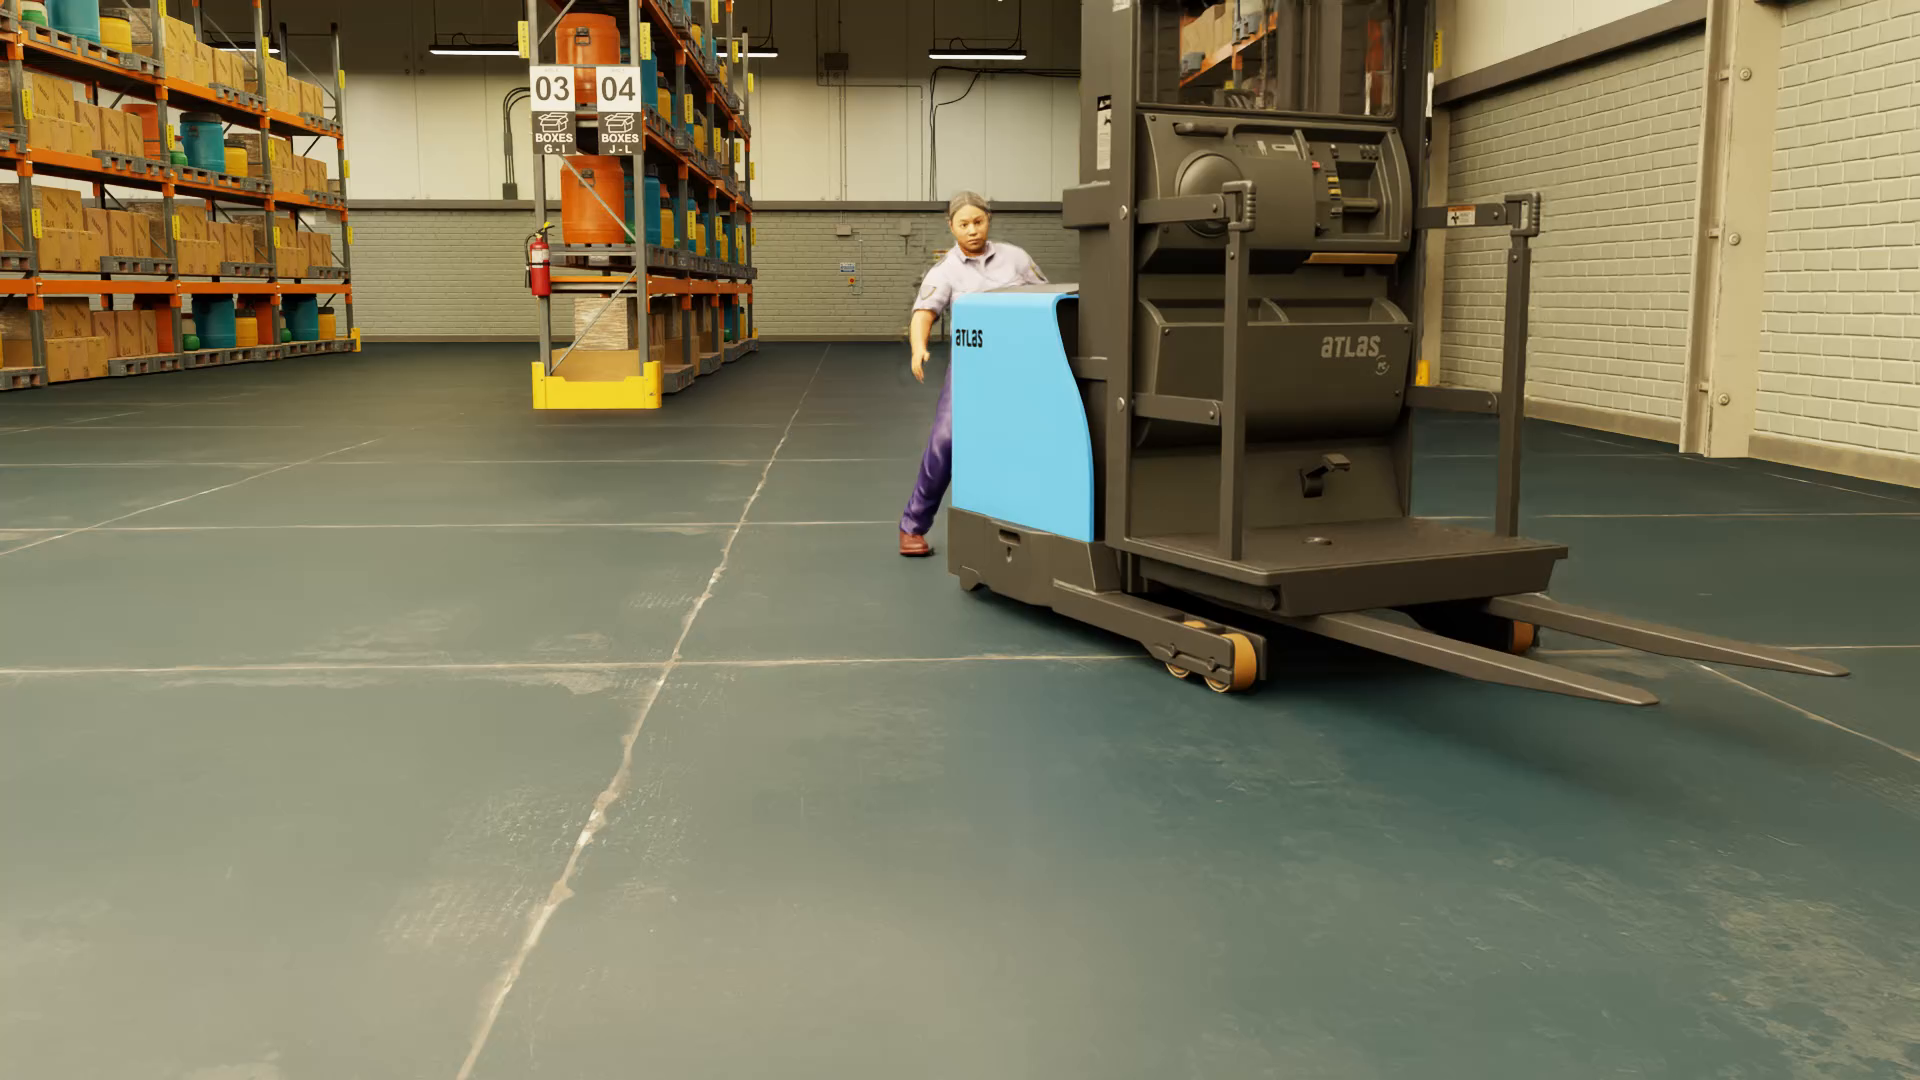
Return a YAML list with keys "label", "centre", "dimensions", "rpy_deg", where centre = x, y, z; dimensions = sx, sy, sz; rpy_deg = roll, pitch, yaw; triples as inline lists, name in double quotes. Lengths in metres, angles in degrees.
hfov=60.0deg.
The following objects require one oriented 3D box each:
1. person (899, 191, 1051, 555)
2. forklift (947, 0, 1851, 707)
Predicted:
- label: "person"
  centre: [0.122, -0.709, 6.976]
  dimensions: [0.824, 1.492, 0.587]
  rpy_deg: [-2, 9, -14]
- label: "forklift"
  centre: [1.057, -1.107, 4.787]
  dimensions: [1.130, 2.935, 3.031]
  rpy_deg: [-4, 9, -26]
